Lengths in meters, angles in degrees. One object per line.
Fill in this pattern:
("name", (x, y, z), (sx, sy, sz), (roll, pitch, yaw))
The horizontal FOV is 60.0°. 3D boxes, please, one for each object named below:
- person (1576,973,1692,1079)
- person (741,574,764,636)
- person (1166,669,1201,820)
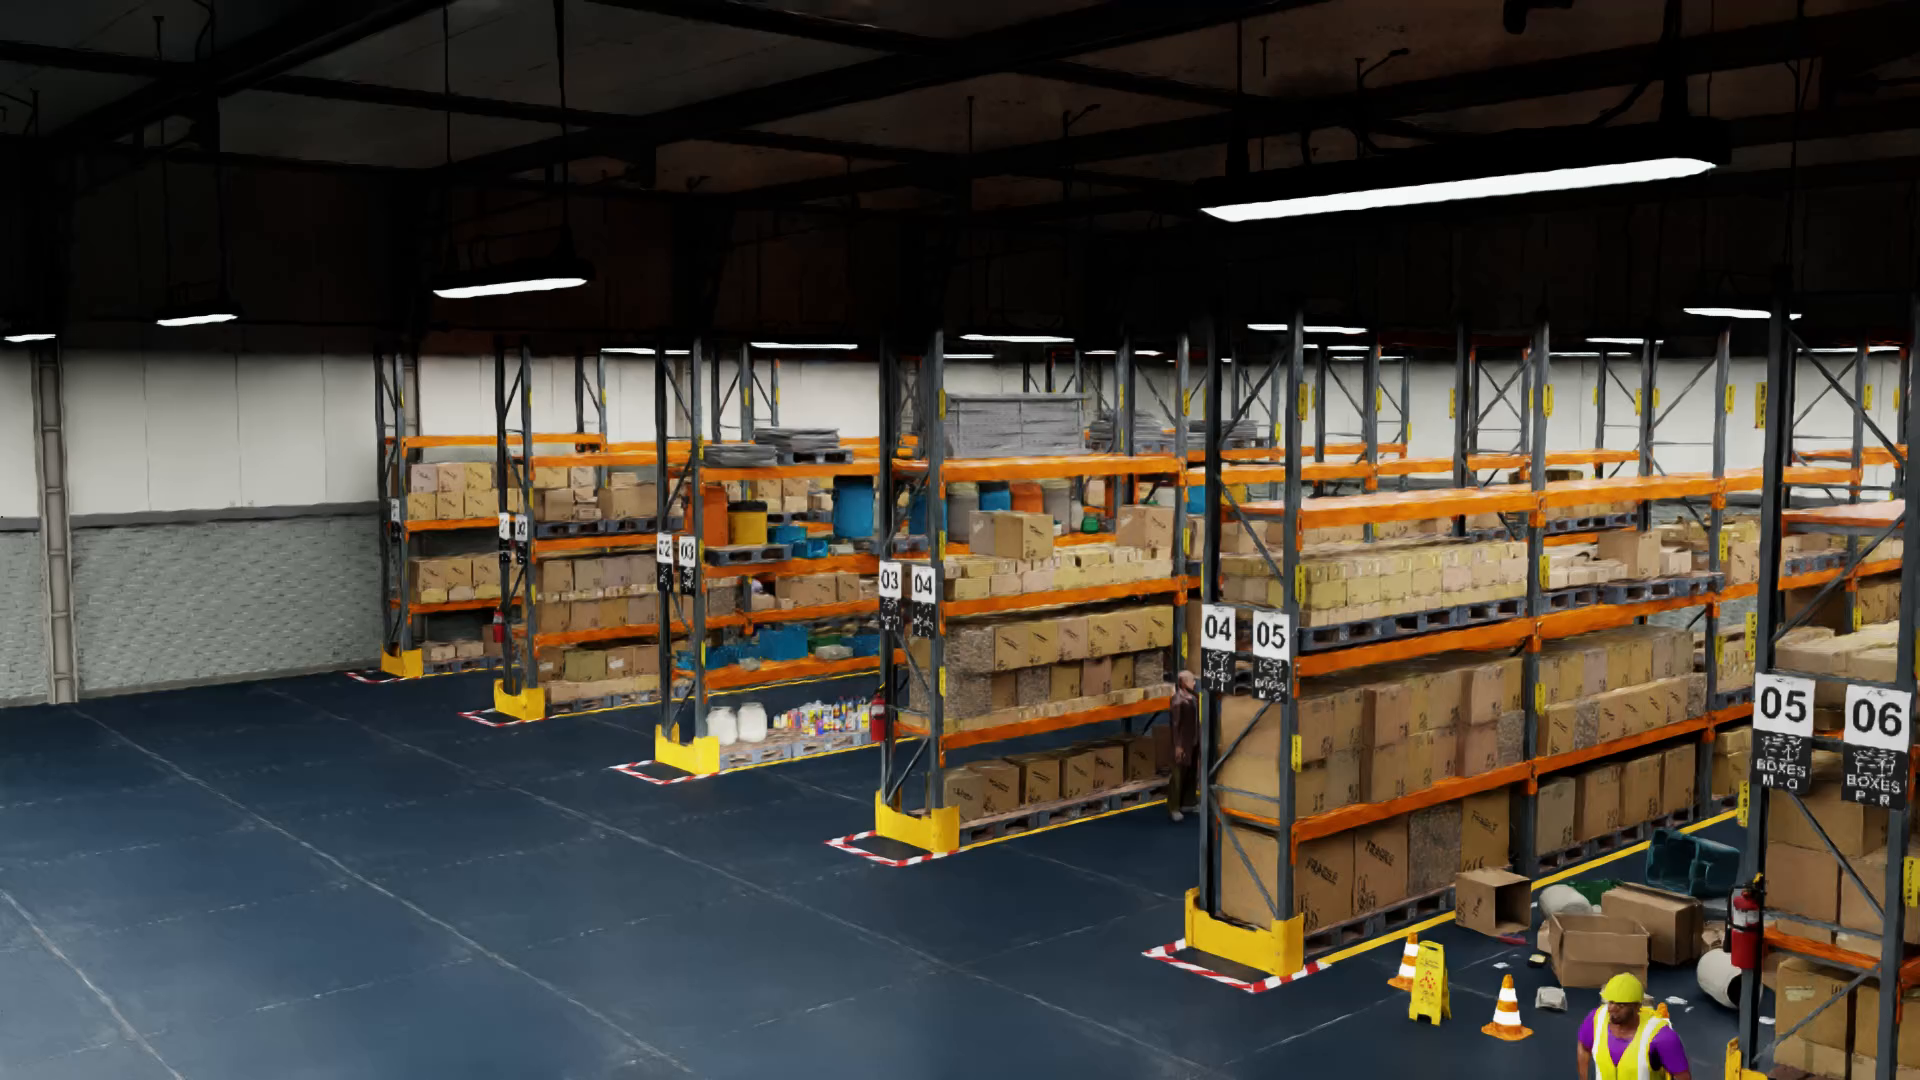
("person", (4.009, 3.412, 9.985), (0.578, 1.714, 0.719), (-5, 7, -41))
("person", (-4.148, 1.344, 33.184), (0.478, 1.580, 0.999), (5, 7, 41))
("person", (2.735, 2.439, 19.978), (0.447, 1.782, 0.678), (3, 6, 29))
